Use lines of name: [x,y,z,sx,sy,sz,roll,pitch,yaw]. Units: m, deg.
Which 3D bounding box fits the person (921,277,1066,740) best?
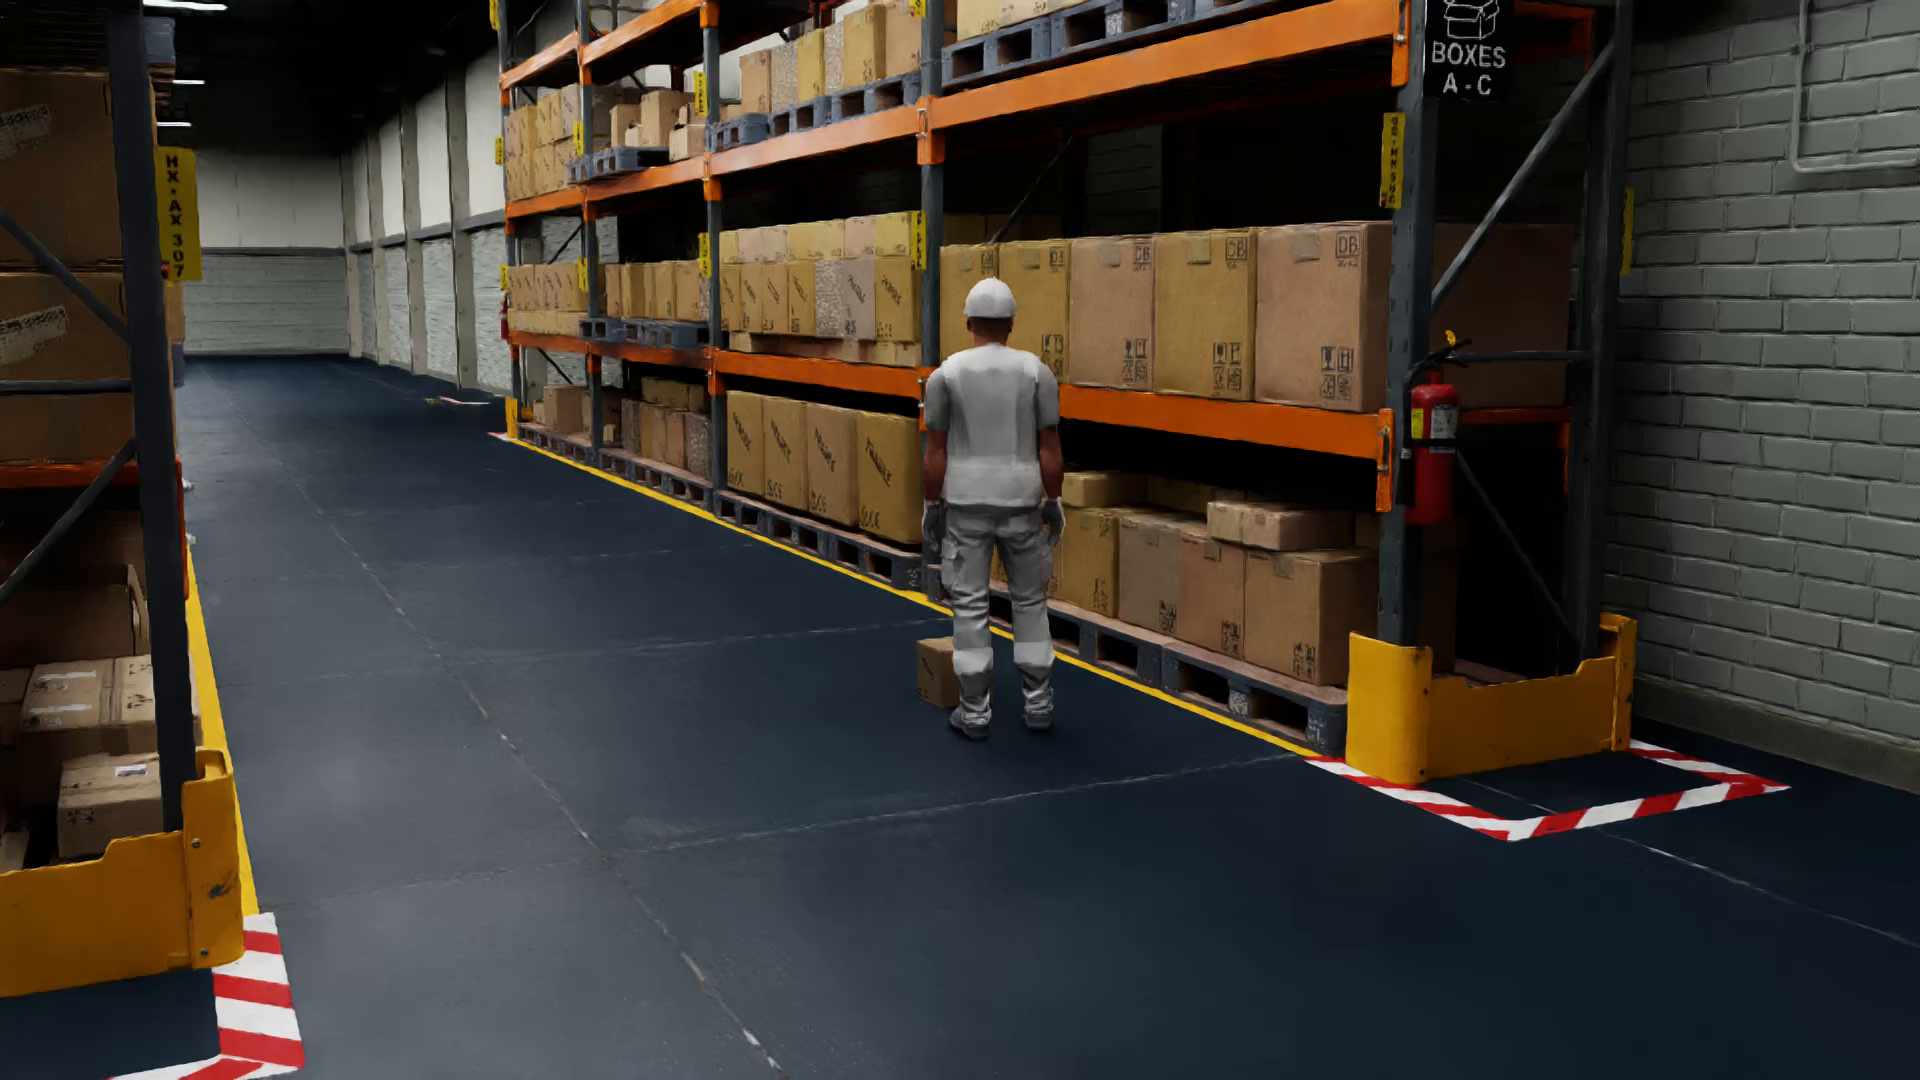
person: [0.128,-0.129,6.565,0.569,1.794,0.420,-1,8,-4]
